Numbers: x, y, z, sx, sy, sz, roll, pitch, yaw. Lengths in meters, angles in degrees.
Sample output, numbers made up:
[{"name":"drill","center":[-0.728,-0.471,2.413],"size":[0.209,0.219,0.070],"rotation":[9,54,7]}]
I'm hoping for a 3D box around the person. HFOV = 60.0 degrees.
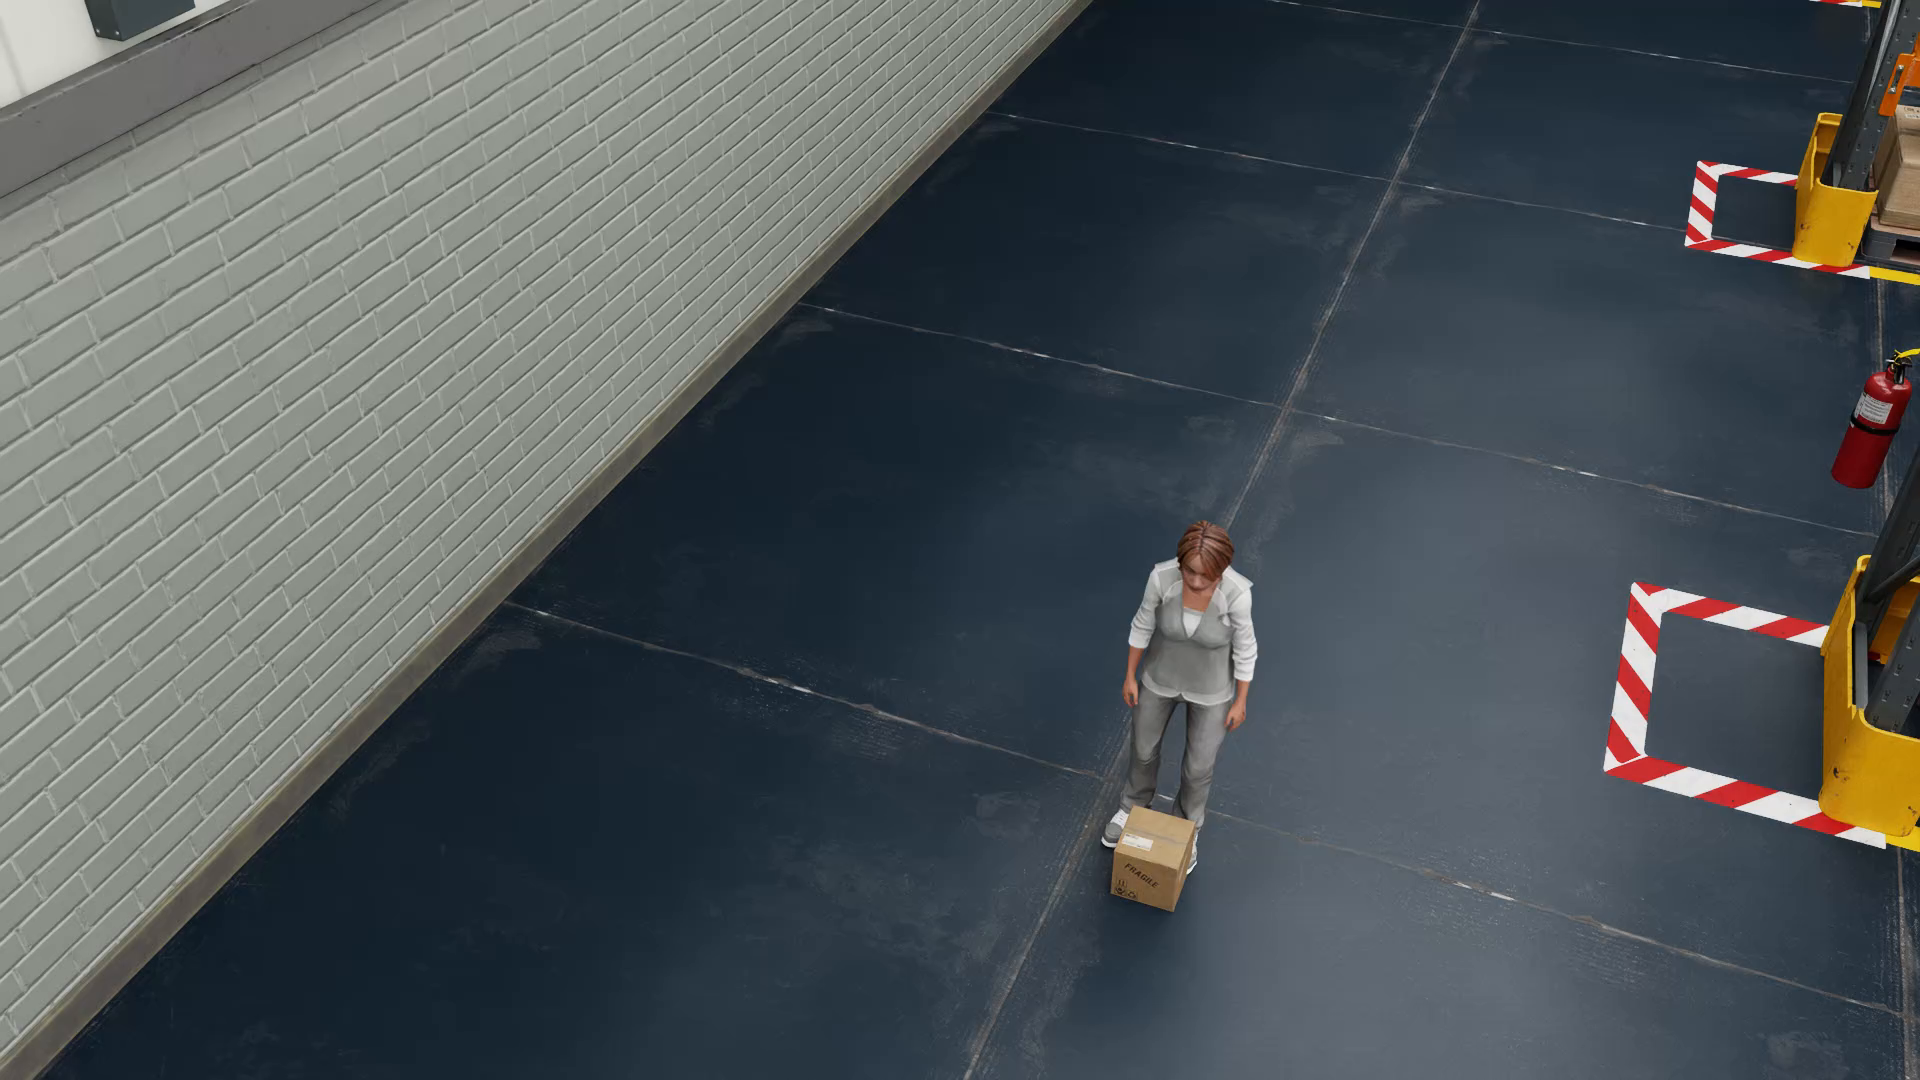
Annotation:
[{"name":"person","center":[0.822,0.562,6.116],"size":[0.485,1.582,0.371],"rotation":[12,40,15]}]
